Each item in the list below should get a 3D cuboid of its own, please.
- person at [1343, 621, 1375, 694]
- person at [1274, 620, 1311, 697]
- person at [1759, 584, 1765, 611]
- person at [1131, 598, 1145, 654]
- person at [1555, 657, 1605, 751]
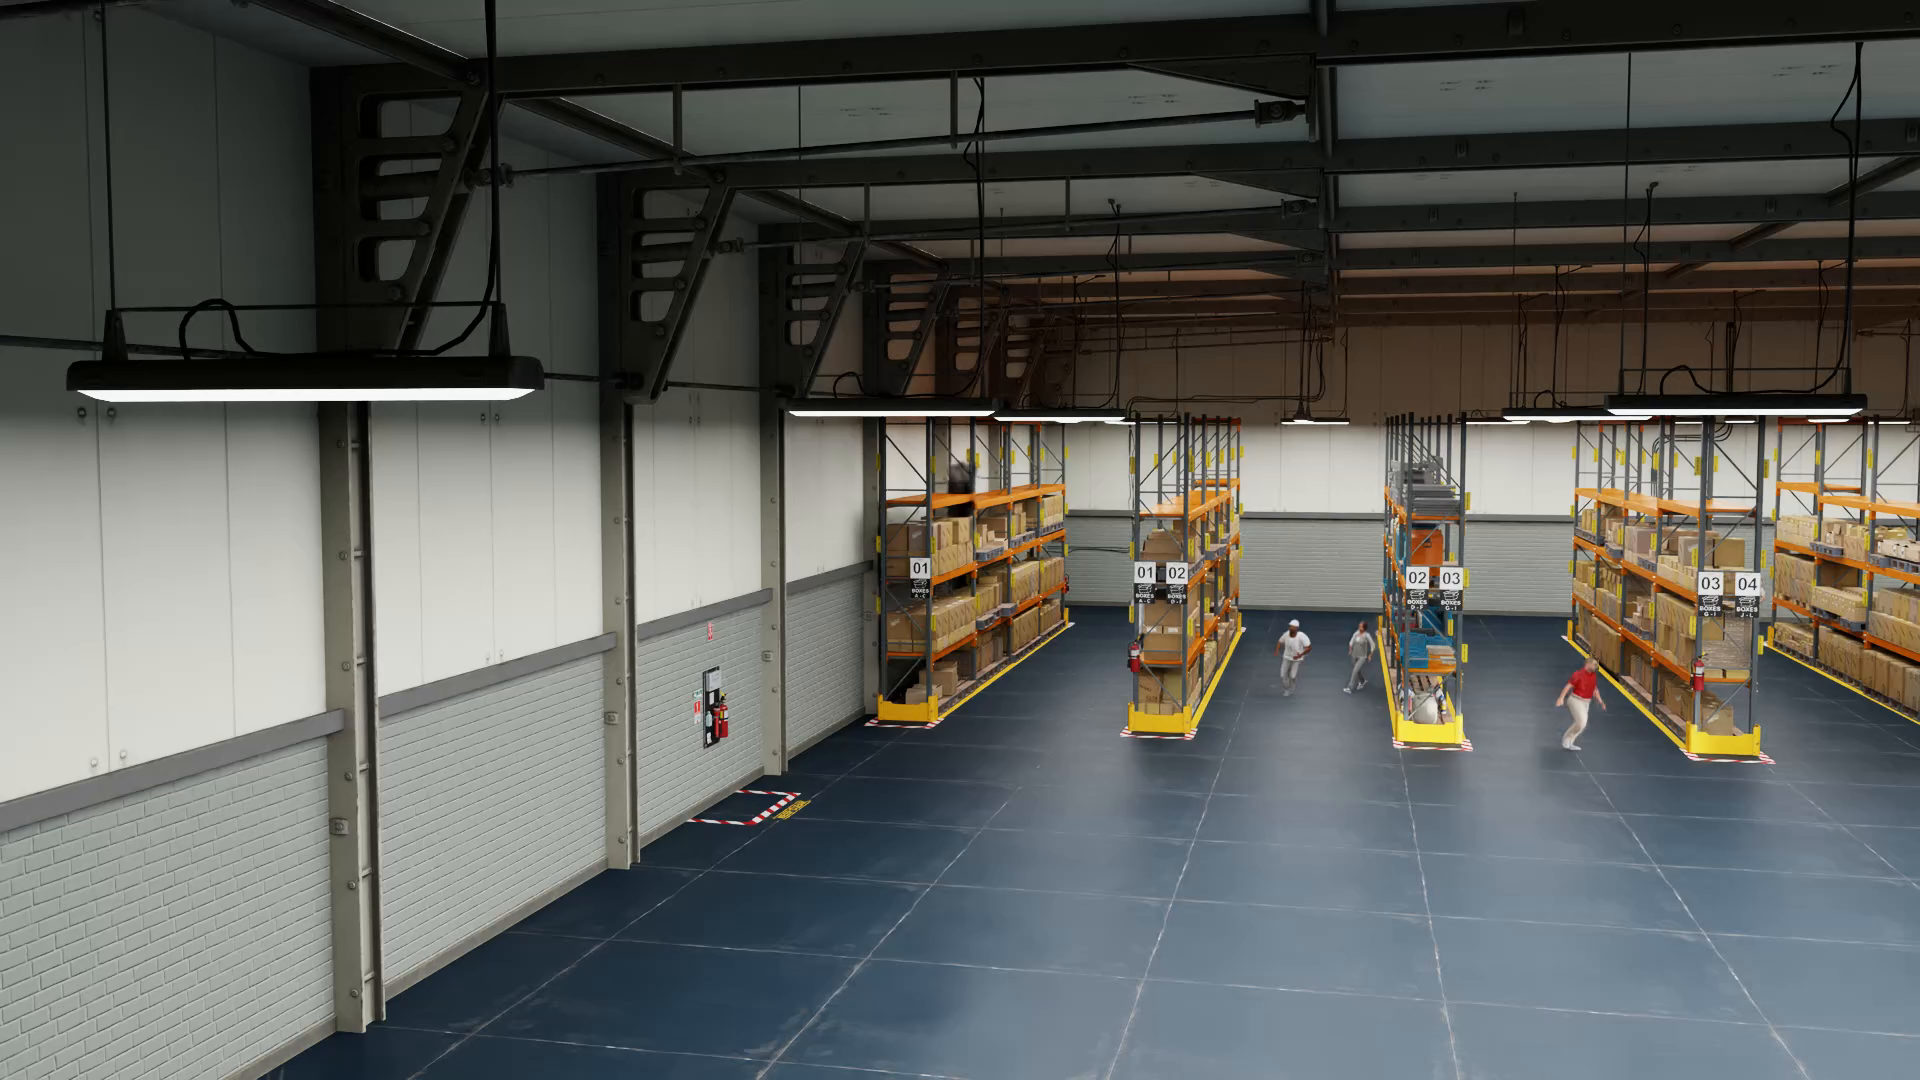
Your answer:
[{"bbox_3d":[8.567,2.505,35.572,0.905,1.556,0.579,-4,5,-43],"label":"person"},{"bbox_3d":[7.079,2.520,35.337,0.779,1.660,0.533,2,4,27],"label":"person"},{"bbox_3d":[21.618,1.845,45.193,0.699,1.704,0.591,-3,5,-40],"label":"person"},{"bbox_3d":[4.628,2.004,41.884,0.675,1.751,0.717,1,4,7],"label":"person"},{"bbox_3d":[10.989,2.895,29.395,0.661,1.680,0.655,-3,5,-38],"label":"person"}]
